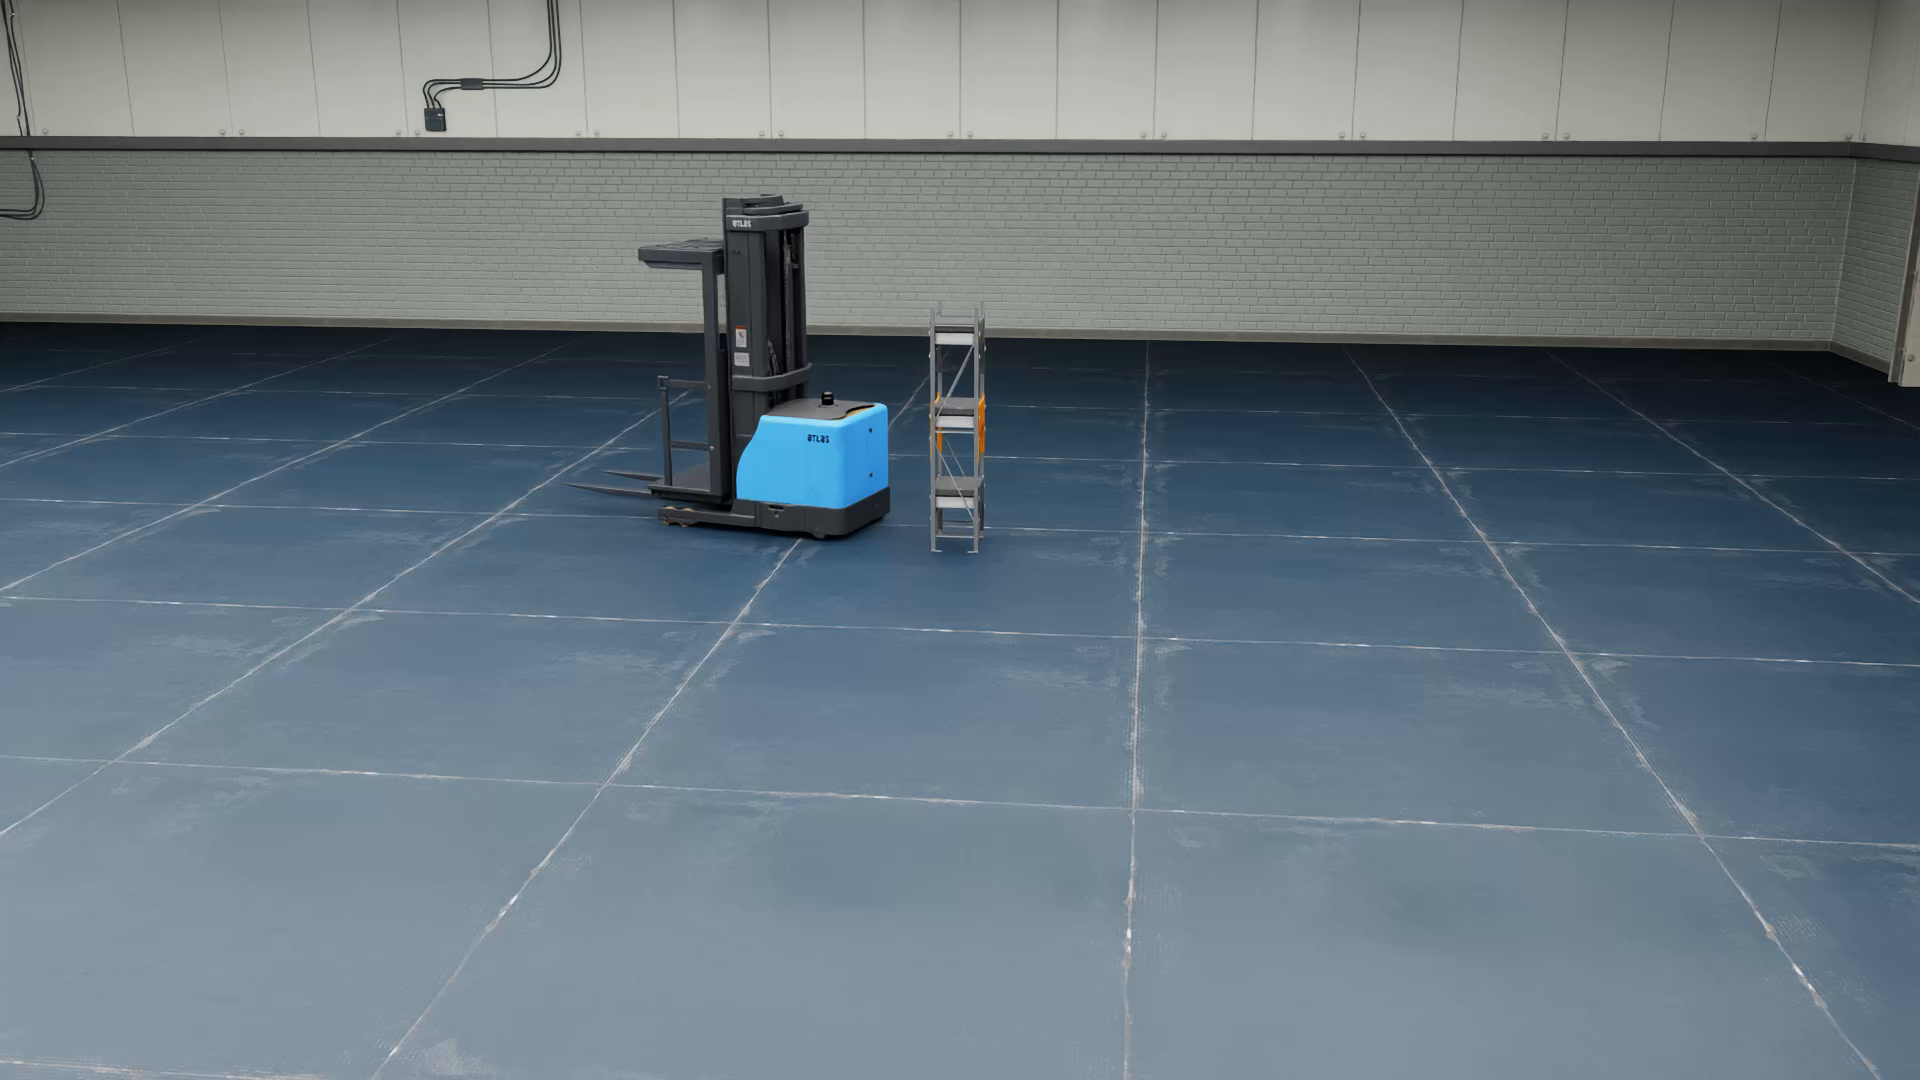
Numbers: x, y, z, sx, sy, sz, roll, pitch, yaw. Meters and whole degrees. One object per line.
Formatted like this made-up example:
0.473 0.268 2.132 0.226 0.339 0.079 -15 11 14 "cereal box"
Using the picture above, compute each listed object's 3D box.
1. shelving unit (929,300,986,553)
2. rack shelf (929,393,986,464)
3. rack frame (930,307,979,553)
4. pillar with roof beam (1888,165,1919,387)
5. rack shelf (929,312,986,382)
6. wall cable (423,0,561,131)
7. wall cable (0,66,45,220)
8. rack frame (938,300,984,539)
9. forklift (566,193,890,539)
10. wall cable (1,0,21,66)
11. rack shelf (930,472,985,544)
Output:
-0.019 -0.971 14.229 0.431 2.100 0.503 2 15 6 "shelving unit"
-0.019 -0.957 14.233 0.431 0.518 0.480 2 15 6 "rack shelf"
-0.046 -0.907 13.995 0.400 2.100 0.015 2 15 6 "rack frame"
8.491 -6.576 21.743 9.100 9.000 0.400 2 15 6 "pillar with roof beam"
-0.019 -1.633 14.050 0.431 0.518 0.480 2 15 6 "rack shelf"
-7.453 -9.460 25.893 2.305 6.003 0.169 2 15 6 "wall cable"
-16.884 -6.603 27.792 3.097 2.526 0.112 2 15 6 "wall cable"
0.009 -1.034 14.463 0.400 2.100 0.015 2 15 6 "rack frame"
-2.213 -1.655 15.168 3.031 2.935 1.130 6 16 22 "forklift"
-14.196 -8.962 26.838 3.097 2.526 0.112 2 15 6 "wall cable"
-0.019 -0.282 14.415 0.431 0.518 0.480 2 15 6 "rack shelf"
